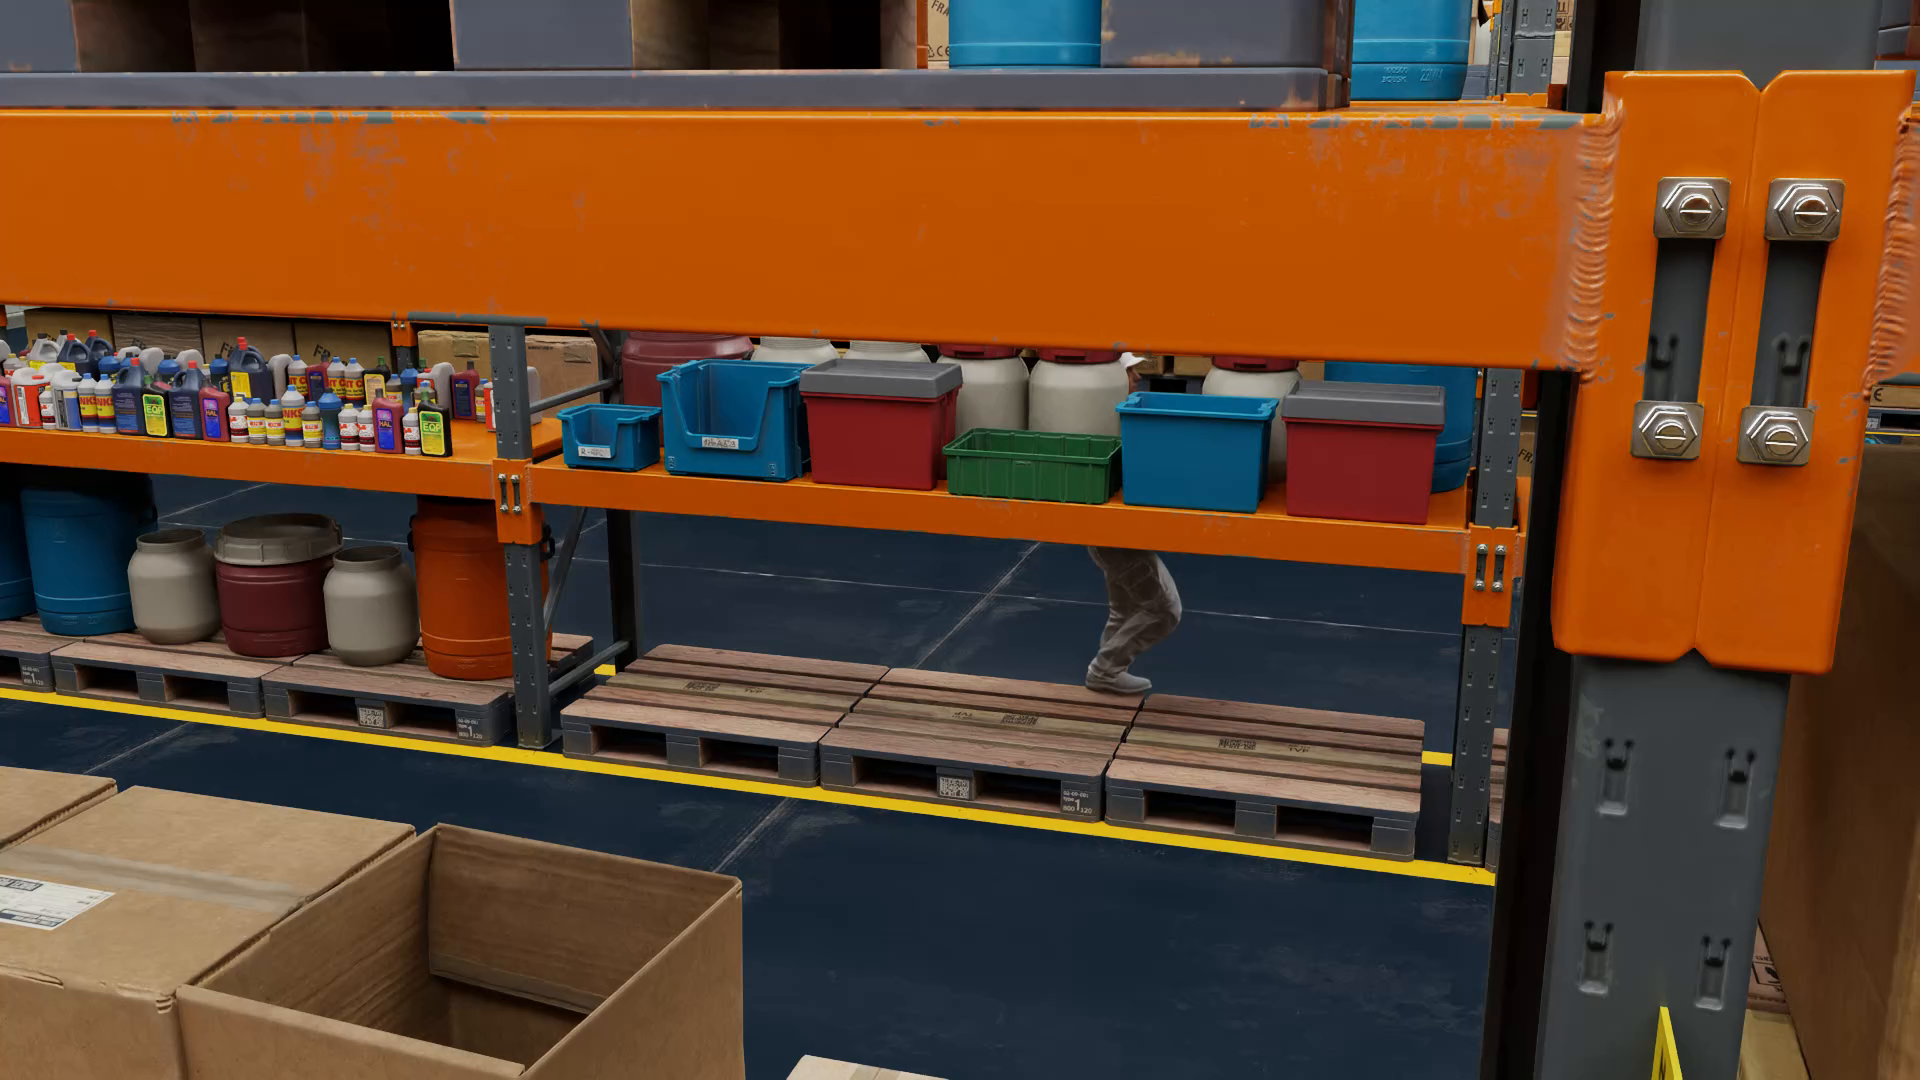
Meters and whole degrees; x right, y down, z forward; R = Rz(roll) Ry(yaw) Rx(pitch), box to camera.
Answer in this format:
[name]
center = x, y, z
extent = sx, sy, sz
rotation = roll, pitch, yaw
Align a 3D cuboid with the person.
[person]
center = 0.812, -0.005, 7.509
extent = 0.584, 1.778, 0.487
rotation = 5, 16, 16
